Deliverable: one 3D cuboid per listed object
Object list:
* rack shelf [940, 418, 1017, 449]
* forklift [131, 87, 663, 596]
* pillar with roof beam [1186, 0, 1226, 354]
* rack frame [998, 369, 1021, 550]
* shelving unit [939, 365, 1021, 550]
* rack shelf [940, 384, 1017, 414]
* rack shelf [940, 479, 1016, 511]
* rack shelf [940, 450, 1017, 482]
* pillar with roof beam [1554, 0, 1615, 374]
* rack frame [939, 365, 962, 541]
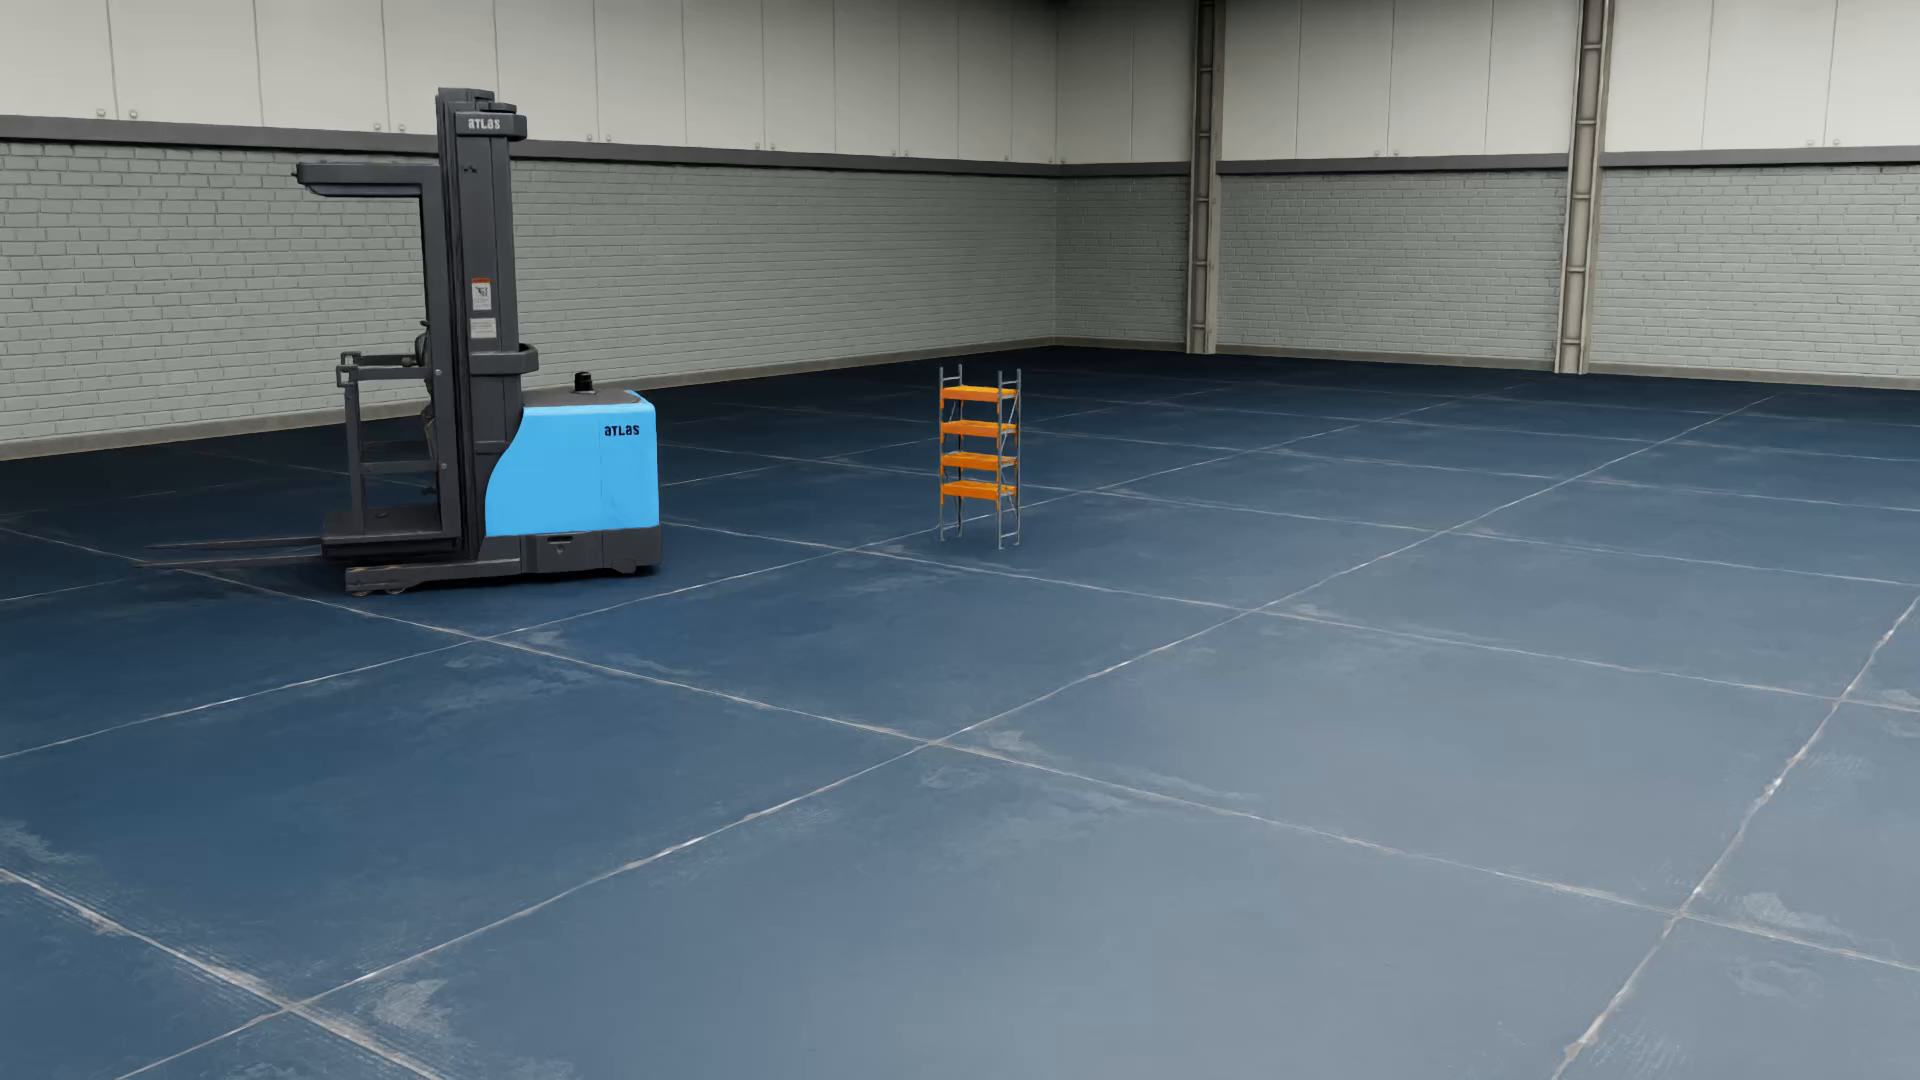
[{"bbox_3d":[0.133,-0.724,11.290,0.480,0.148,0.258,8,13,36],"label":"rack shelf"},{"bbox_3d":[-3.441,-1.219,10.115,3.031,2.935,1.130,-4,12,-18],"label":"forklift"},{"bbox_3d":[1.436,-6.845,23.219,0.400,9.000,9.100,8,13,36],"label":"pillar with roof beam"},{"bbox_3d":[0.330,-0.543,11.178,0.015,1.200,0.240,8,13,36],"label":"rack frame"},{"bbox_3d":[0.133,-0.570,11.320,0.503,1.200,0.258,8,13,36],"label":"shelving unit"},{"bbox_3d":[0.133,-0.956,11.245,0.480,0.148,0.258,8,13,36],"label":"rack shelf"},{"bbox_3d":[0.133,-0.309,11.370,0.480,0.148,0.258,8,13,36],"label":"rack shelf"},{"bbox_3d":[0.133,-0.504,11.332,0.480,0.148,0.258,8,13,36],"label":"rack shelf"},{"bbox_3d":[6.272,-6.170,19.732,0.400,9.000,9.100,8,13,36],"label":"pillar with roof beam"},{"bbox_3d":[-0.063,-0.598,11.461,0.015,1.200,0.240,8,13,36],"label":"rack frame"}]
